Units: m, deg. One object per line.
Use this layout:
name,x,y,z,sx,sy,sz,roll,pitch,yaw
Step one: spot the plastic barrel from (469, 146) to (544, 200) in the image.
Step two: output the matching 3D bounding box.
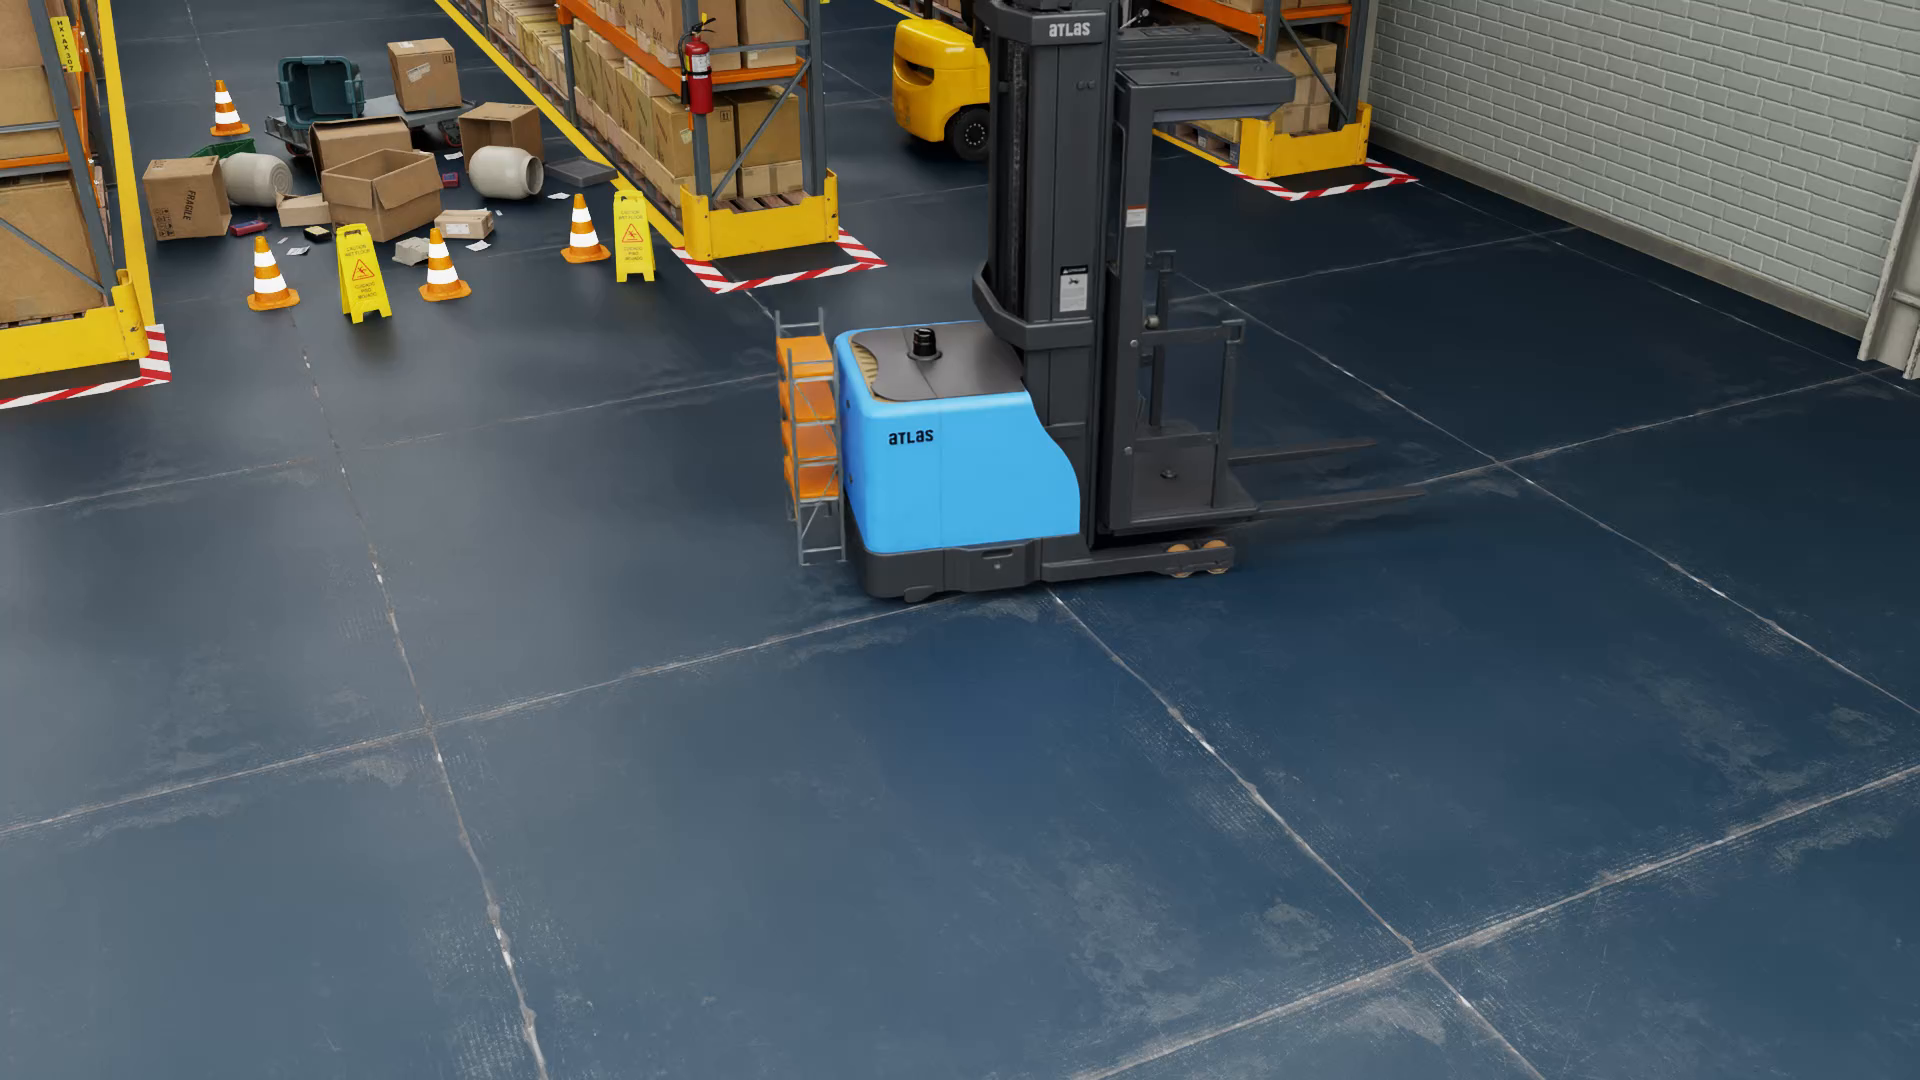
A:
plastic barrel,-3.741,-3.026,13.713,0.512,0.421,0.421,7,30,13

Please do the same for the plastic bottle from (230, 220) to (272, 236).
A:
plastic bottle,-5.573,-2.459,13.074,0.133,0.061,0.283,26,38,38

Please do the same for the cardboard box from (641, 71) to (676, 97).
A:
cardboard box,-2.285,-3.596,13.048,0.380,0.149,0.250,-12,31,-21

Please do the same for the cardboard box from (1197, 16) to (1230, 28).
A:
cardboard box,2.536,-4.714,15.449,0.500,0.250,0.500,-13,32,-22

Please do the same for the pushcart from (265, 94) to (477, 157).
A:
pushcart,-5.242,-3.677,14.922,0.936,0.377,1.648,26,38,38

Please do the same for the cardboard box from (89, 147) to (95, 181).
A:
cardboard box,-7.425,-3.202,13.136,0.875,0.875,0.875,-13,32,-21

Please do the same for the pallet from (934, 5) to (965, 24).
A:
pallet,0.398,-6.006,19.245,1.003,0.211,1.213,-13,32,-22

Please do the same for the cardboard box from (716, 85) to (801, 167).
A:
cardboard box,-1.594,-3.290,13.166,0.500,0.500,0.500,-14,32,-24

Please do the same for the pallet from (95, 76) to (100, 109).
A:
pallet,-9.078,-4.424,16.424,1.003,0.211,1.213,-13,32,-22

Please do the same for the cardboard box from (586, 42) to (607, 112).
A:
cardboard box,-2.954,-4.081,14.577,0.500,0.500,0.500,-12,31,-20

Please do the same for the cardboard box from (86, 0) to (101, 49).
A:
cardboard box,-9.422,-5.464,17.553,0.500,0.500,0.500,-15,32,-24

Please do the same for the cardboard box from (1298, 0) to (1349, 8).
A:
cardboard box,3.033,-4.919,14.354,0.500,0.500,0.500,-12,31,-20

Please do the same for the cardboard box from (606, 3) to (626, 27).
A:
cardboard box,-2.684,-4.333,13.667,0.380,0.149,0.250,-13,32,-22

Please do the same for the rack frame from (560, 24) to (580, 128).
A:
rack frame,-3.204,-5.322,15.174,1.000,3.000,0.127,-13,32,-22

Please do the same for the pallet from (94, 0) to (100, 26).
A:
pallet,-10.730,-6.212,19.612,1.003,0.211,1.213,-13,32,-22

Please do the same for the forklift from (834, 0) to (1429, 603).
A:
forklift,0.918,-1.333,8.130,3.031,2.935,1.130,-6,30,-11

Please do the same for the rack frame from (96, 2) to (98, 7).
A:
rack frame,-11.066,-7.772,19.542,1.000,3.000,0.127,-13,32,-22

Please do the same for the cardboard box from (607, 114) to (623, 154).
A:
cardboard box,-2.725,-3.521,14.344,0.500,0.250,0.500,-14,32,-23

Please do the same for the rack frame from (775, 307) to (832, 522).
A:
rack frame,-0.809,-0.636,8.656,0.240,1.200,0.015,-6,30,-11

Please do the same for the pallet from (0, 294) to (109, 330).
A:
pallet,-6.328,-1.591,11.372,1.003,0.211,1.213,-13,32,-22

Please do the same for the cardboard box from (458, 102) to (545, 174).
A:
cardboard box,-3.973,-3.473,14.431,0.500,0.500,0.500,7,30,13

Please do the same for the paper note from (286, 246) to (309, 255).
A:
paper note,-5.036,-2.206,12.654,0.144,0.017,0.142,-3,29,-5

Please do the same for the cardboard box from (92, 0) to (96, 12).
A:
cardboard box,-10.301,-6.364,19.158,0.500,0.500,0.500,-14,32,-23

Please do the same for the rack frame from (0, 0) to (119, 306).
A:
rack frame,-5.914,-2.471,10.089,1.000,3.000,0.127,-13,32,-22

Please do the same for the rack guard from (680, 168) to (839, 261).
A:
rack guard,-1.520,-2.498,12.694,1.175,0.500,0.348,-13,32,-22

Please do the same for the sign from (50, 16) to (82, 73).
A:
sign,-5.410,-2.997,10.061,0.100,0.325,0.005,-13,32,-22

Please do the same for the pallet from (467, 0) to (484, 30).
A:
pallet,-5.192,-6.236,19.656,1.003,0.211,1.213,-13,32,-22

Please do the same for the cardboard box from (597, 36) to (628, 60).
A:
cardboard box,-2.855,-4.185,14.099,0.380,0.149,0.250,-11,31,-19

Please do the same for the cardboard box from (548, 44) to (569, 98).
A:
cardboard box,-3.431,-4.590,16.126,0.950,0.372,0.625,-13,32,-21

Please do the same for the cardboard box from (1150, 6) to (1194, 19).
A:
cardboard box,1.854,-4.827,15.651,0.500,0.250,0.500,-14,32,-23

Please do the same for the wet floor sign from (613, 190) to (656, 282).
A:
wet floor sign,-2.372,-2.219,12.048,0.267,0.644,0.232,-3,29,-5

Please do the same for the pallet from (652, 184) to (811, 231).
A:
pallet,-1.836,-2.738,13.418,1.003,0.211,1.213,-13,32,-22

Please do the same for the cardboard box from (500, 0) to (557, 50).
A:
cardboard box,-4.364,-5.550,17.837,0.950,0.372,0.625,-14,32,-23

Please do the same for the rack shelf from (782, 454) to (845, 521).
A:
rack shelf,-0.757,-0.287,8.578,0.258,0.148,0.480,-6,30,-11

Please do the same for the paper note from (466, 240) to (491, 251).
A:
paper note,-3.690,-2.259,12.748,0.142,0.019,0.148,26,38,38

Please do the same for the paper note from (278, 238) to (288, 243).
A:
paper note,-5.241,-2.320,12.877,0.032,0.001,0.123,2,29,4

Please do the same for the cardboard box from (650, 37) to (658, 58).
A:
cardboard box,-2.140,-3.772,12.666,0.380,0.149,0.250,-14,32,-23

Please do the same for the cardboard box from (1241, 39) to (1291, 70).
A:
cardboard box,2.515,-4.157,14.455,0.500,0.250,0.500,-12,31,-20

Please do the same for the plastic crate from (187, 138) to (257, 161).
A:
plastic crate,-6.374,-3.235,14.268,0.450,0.188,0.662,-7,28,9

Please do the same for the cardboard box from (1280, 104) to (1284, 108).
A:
cardboard box,2.503,-3.950,14.598,0.500,0.250,0.500,-14,32,-23

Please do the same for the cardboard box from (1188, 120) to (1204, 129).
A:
cardboard box,2.303,-3.945,15.101,0.500,0.250,0.500,-13,32,-22

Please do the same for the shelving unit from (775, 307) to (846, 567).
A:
shelving unit,-0.757,-0.519,8.448,0.258,1.200,0.503,-6,30,-11

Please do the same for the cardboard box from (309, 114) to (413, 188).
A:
cardboard box,-4.936,-3.181,13.769,0.797,0.637,0.503,-13,32,-22

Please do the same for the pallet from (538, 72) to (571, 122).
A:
pallet,-3.540,-4.449,16.468,1.003,0.211,1.213,-13,32,-22

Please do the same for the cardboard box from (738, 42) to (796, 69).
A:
cardboard box,-1.446,-3.639,12.429,0.380,0.149,0.250,-13,32,-22

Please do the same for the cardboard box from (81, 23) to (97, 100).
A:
cardboard box,-8.790,-4.533,15.638,1.050,0.750,0.750,-13,32,-21

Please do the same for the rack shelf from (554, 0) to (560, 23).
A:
rack shelf,-4.063,-5.891,16.925,1.077,0.370,4.000,-13,32,-22

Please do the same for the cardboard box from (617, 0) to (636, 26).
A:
cardboard box,-2.391,-4.354,13.041,0.500,0.500,0.500,-13,32,-22

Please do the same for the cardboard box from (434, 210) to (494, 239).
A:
cardboard box,-3.874,-2.466,12.995,0.380,0.149,0.250,2,29,4

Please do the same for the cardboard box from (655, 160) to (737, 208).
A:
cardboard box,-2.087,-2.850,13.147,0.500,0.250,0.500,-13,32,-22

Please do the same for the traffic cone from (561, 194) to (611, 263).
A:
traffic cone,-2.837,-2.367,12.499,0.336,0.463,0.334,-13,32,-22

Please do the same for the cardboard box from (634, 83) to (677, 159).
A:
cardboard box,-2.293,-3.395,13.352,0.500,0.500,0.500,-12,31,-20

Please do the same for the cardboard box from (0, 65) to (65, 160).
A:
cardboard box,-6.114,-2.691,10.328,0.875,0.550,0.550,-13,32,-22

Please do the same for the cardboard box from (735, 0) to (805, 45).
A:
cardboard box,-1.440,-3.996,12.402,0.500,0.500,0.500,-14,32,-23
